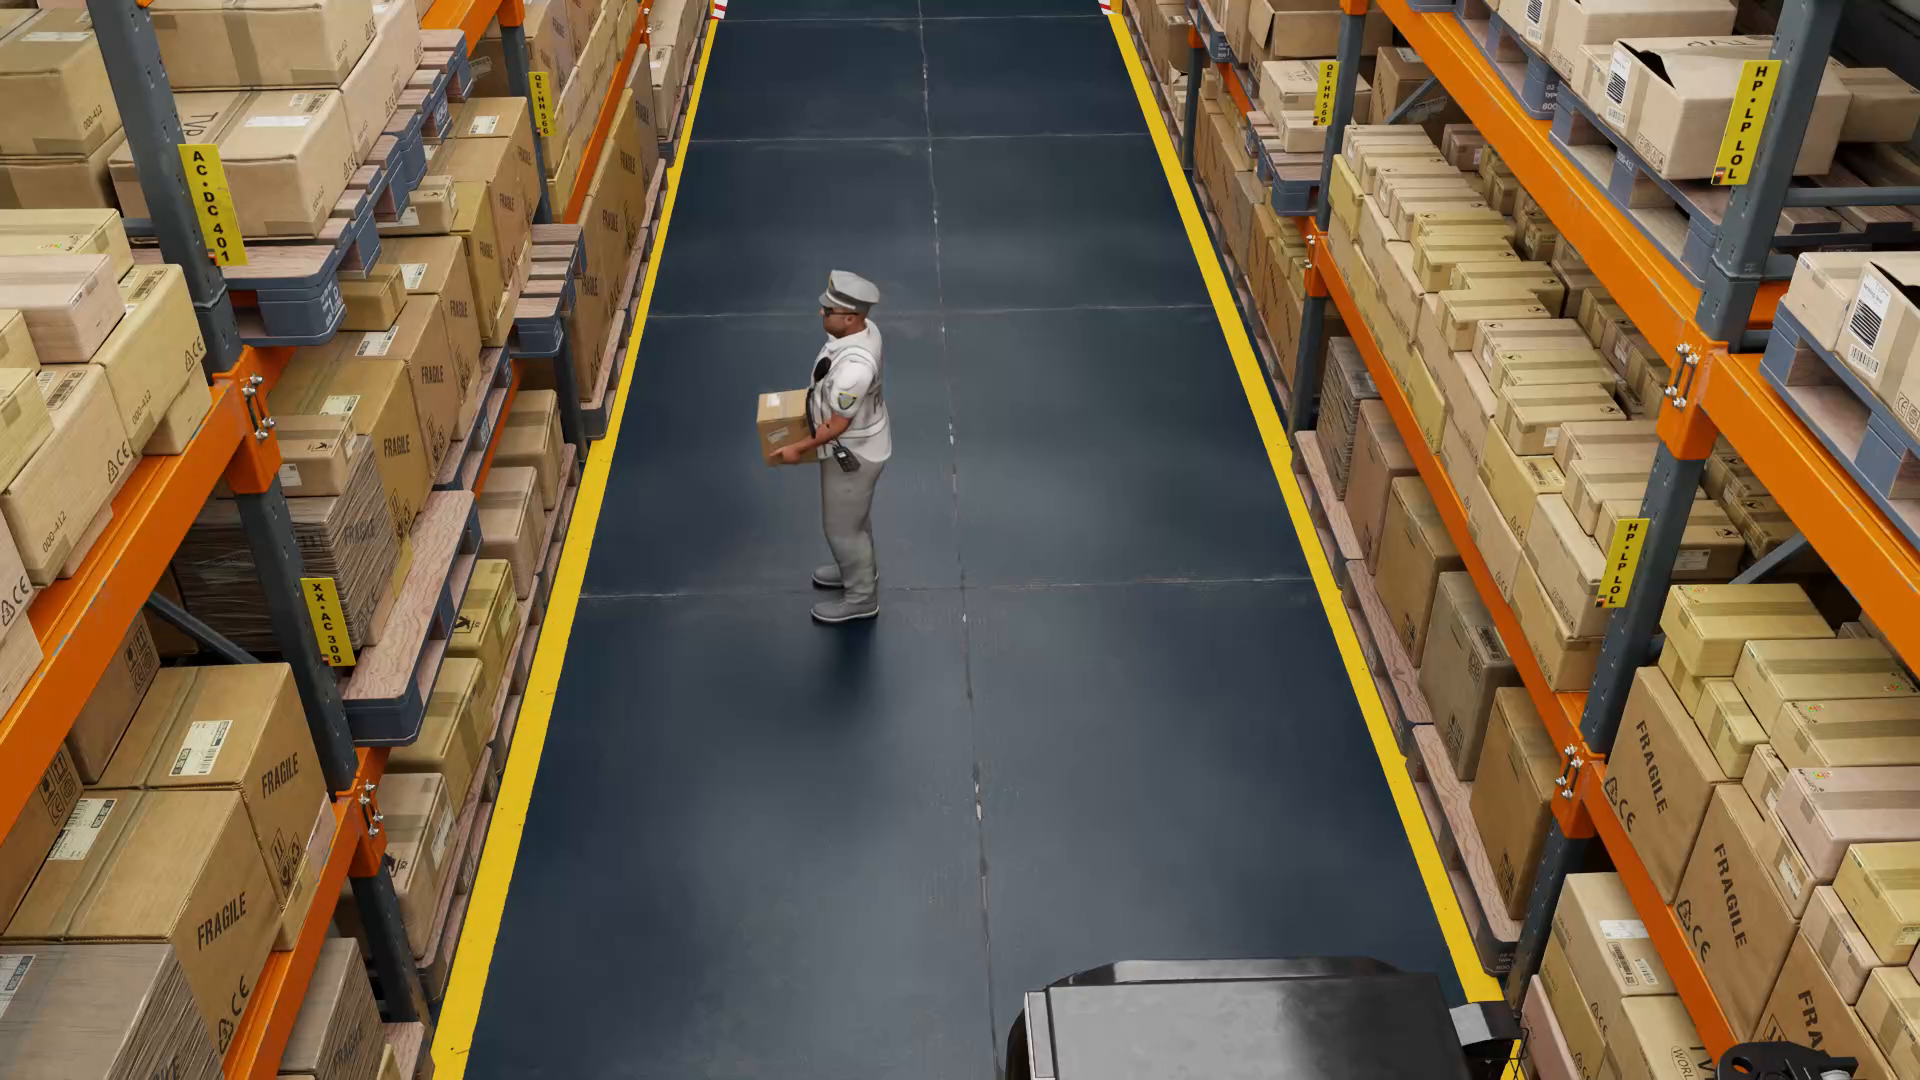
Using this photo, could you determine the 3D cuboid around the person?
[{"bbox_3d":[-0.600,-0.432,7.732,0.554,1.774,0.514,-2,35,-2],"label":"person"}]
